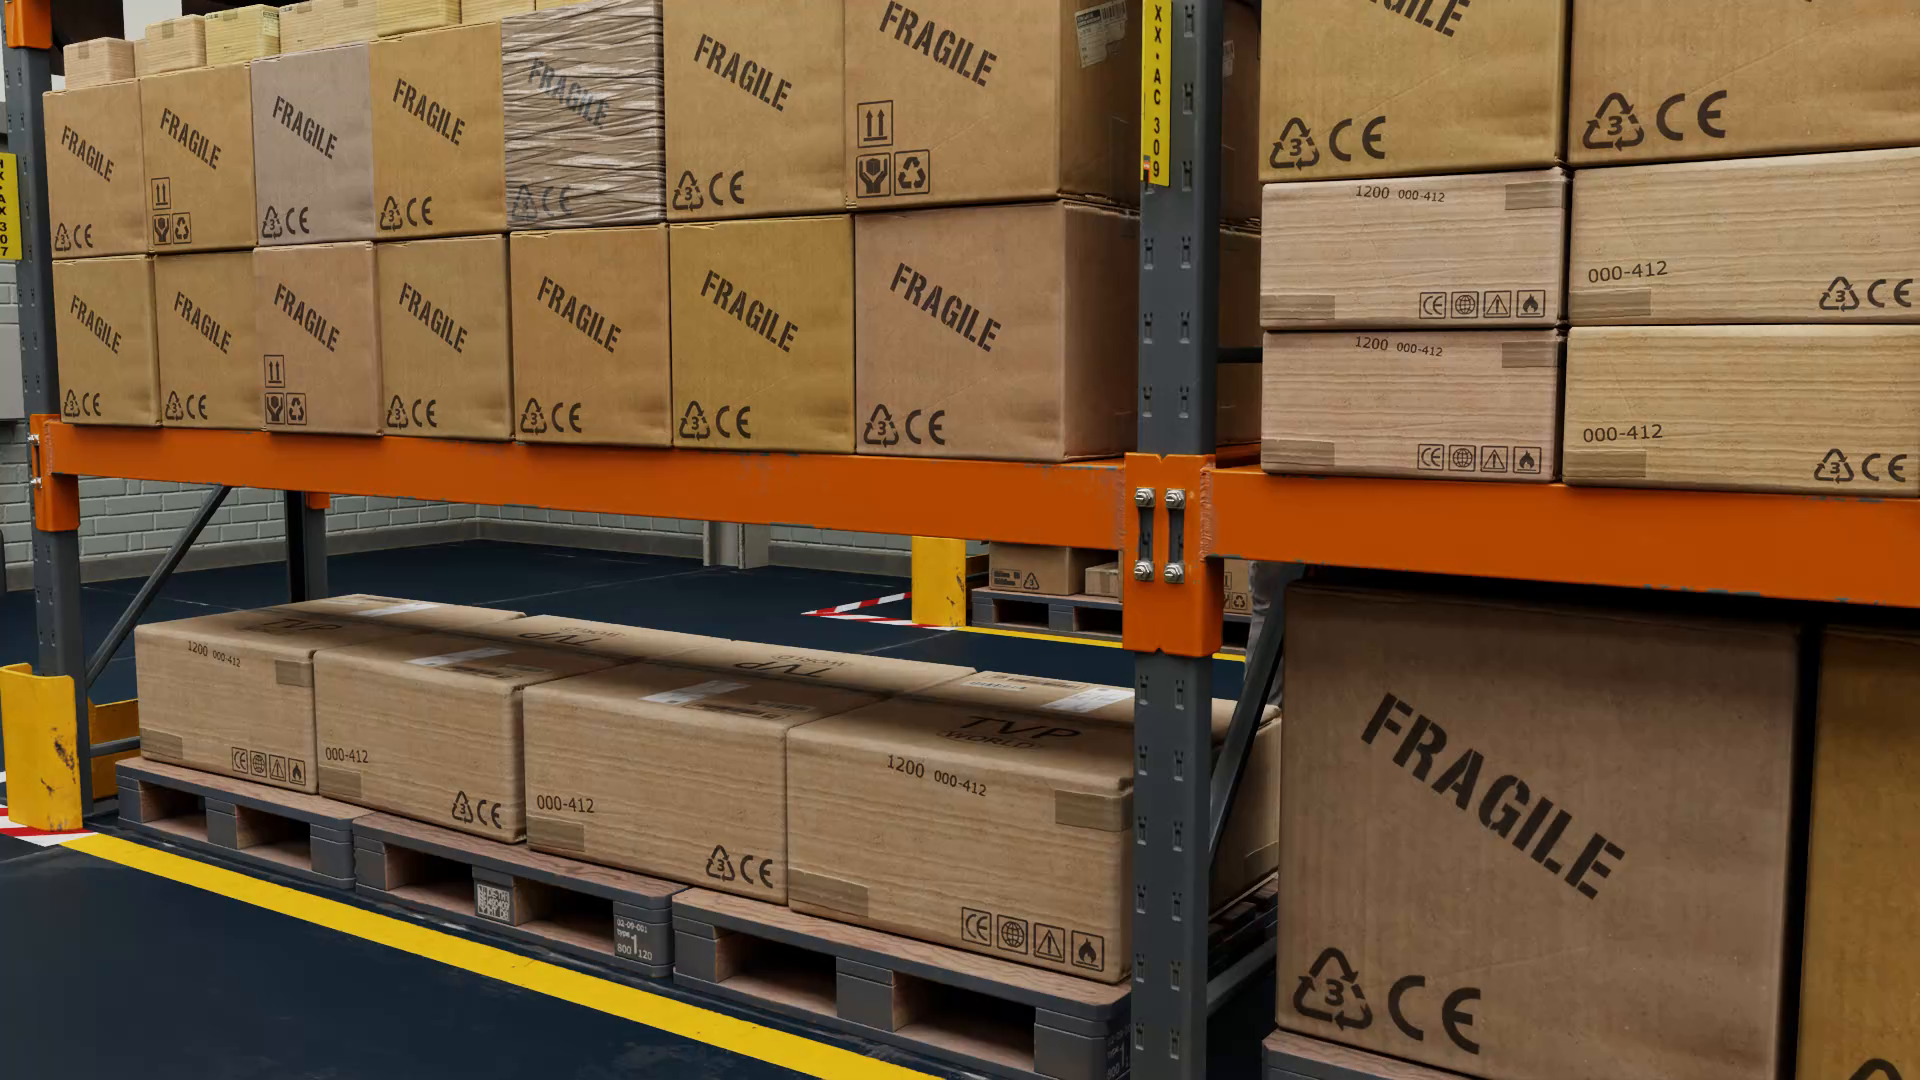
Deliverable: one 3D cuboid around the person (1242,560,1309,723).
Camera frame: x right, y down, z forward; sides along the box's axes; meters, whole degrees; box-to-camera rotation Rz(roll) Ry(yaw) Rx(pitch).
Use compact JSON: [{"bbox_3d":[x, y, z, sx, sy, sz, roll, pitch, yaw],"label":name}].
[{"bbox_3d":[1.356,-0.097,6.500,0.532,1.789,0.541,4,7,33],"label":"person"}]
